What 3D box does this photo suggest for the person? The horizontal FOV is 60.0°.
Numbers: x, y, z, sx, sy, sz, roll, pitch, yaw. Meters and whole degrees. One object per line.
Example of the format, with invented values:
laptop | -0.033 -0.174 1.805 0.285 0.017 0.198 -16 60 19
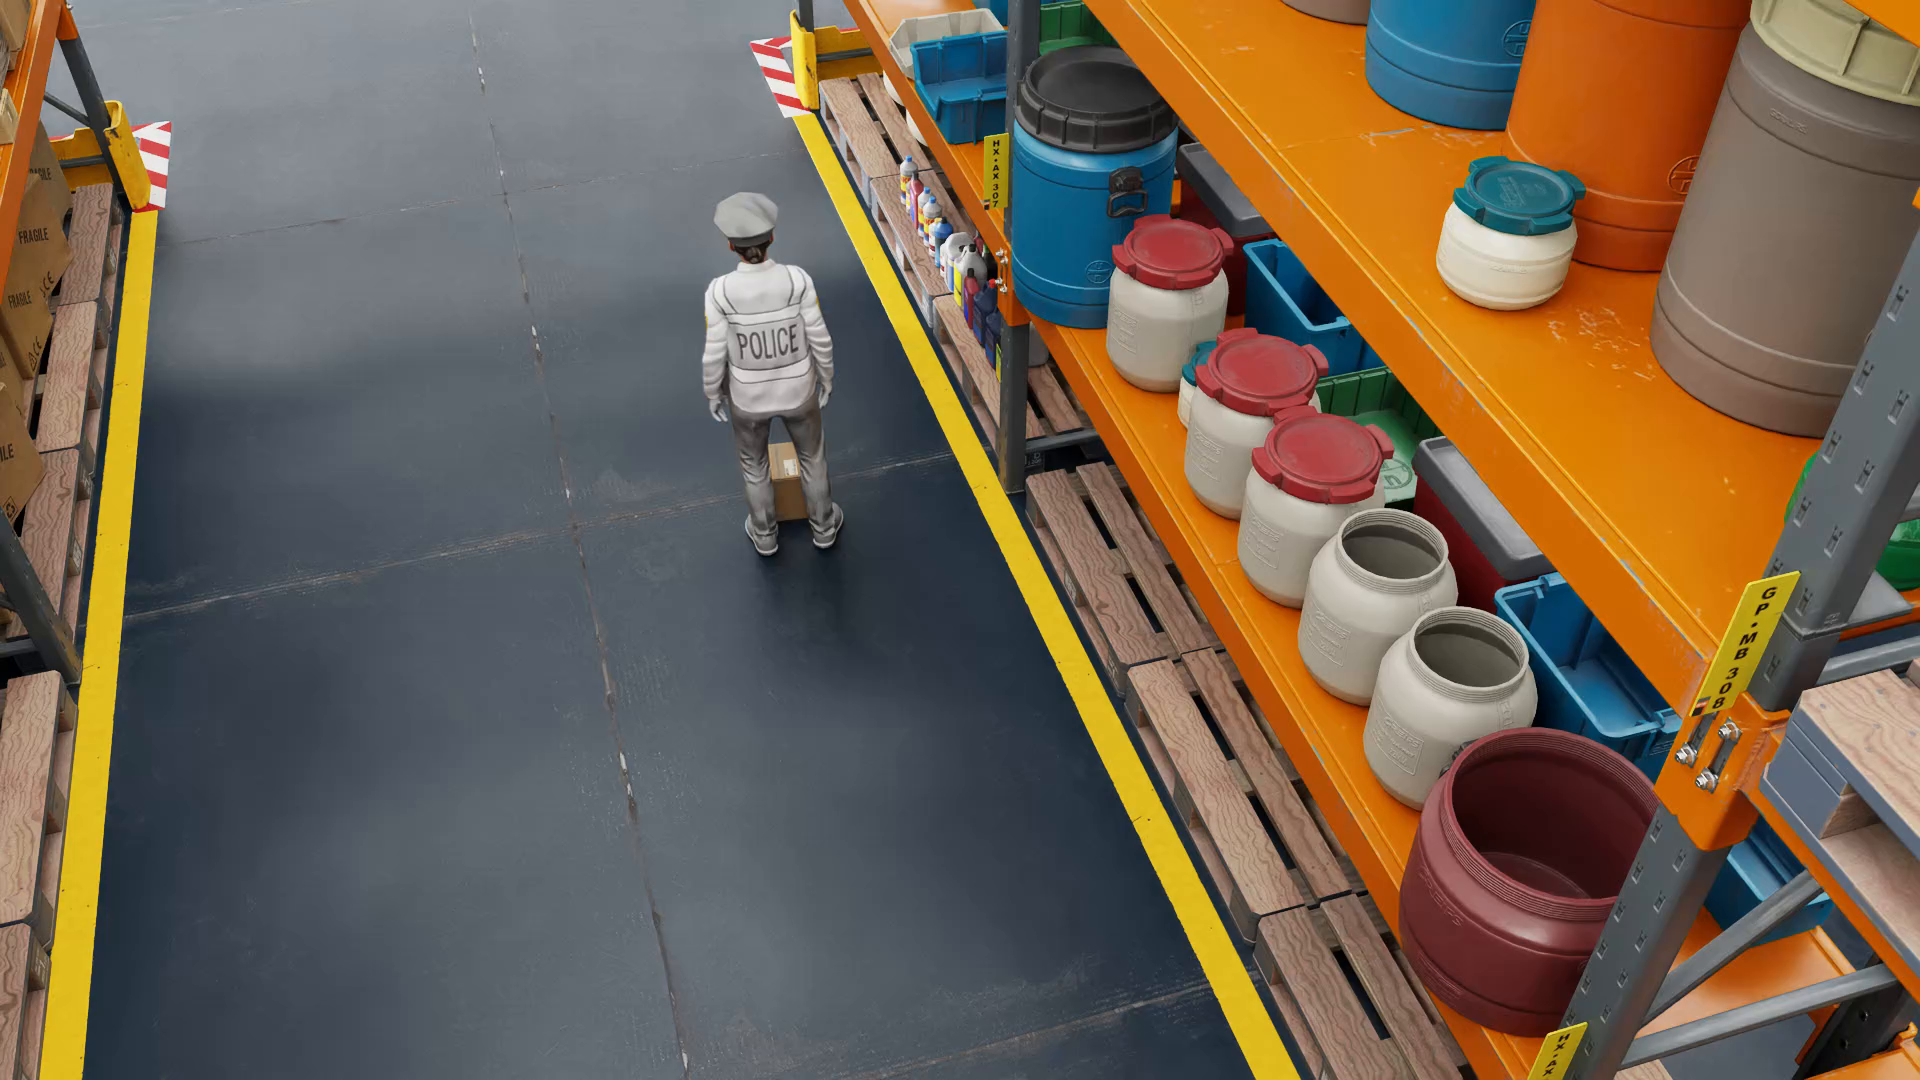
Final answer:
person | -0.776 -0.619 6.833 0.546 1.664 0.375 -8 43 -9
